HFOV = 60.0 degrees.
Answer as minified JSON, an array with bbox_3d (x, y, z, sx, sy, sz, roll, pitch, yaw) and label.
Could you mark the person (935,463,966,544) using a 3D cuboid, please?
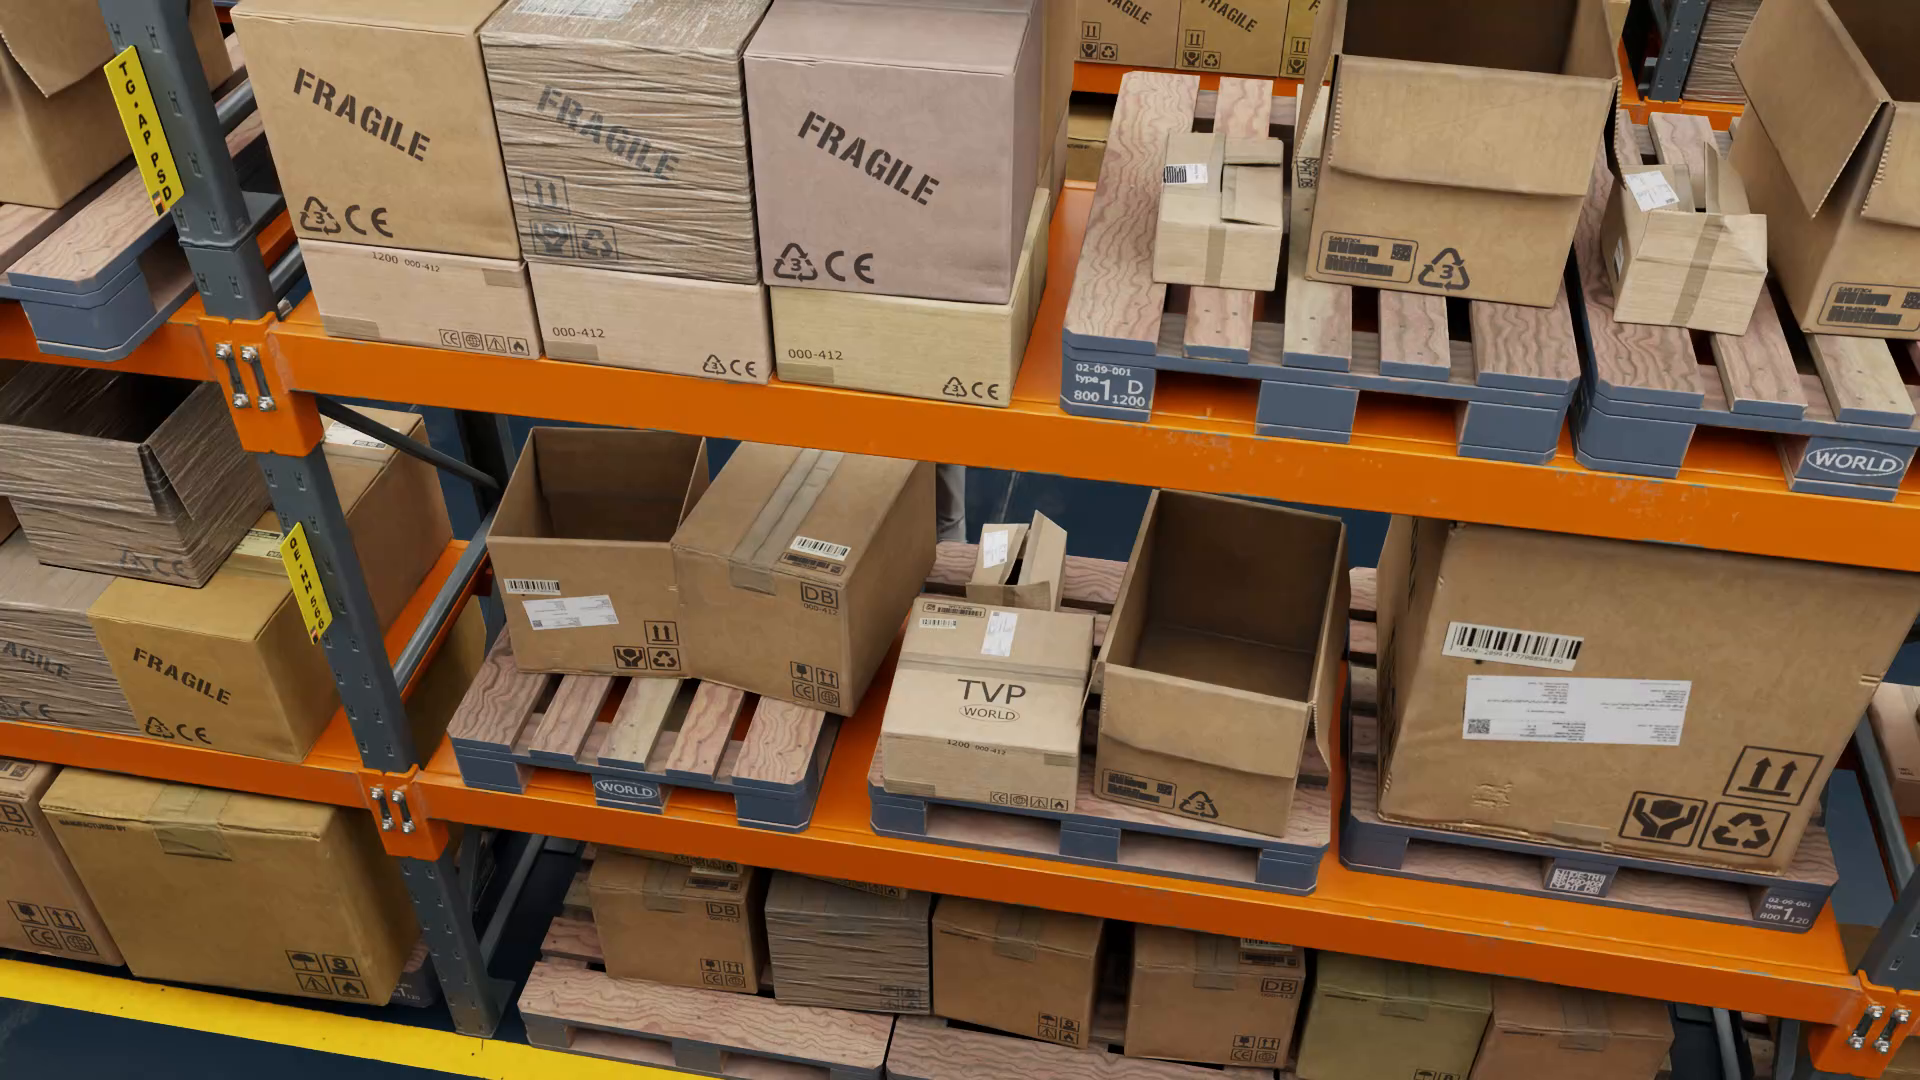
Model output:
[{"bbox_3d":[-0.165,-0.431,6.655,0.460,1.672,0.624,-3,41,-3],"label":"person"}]
